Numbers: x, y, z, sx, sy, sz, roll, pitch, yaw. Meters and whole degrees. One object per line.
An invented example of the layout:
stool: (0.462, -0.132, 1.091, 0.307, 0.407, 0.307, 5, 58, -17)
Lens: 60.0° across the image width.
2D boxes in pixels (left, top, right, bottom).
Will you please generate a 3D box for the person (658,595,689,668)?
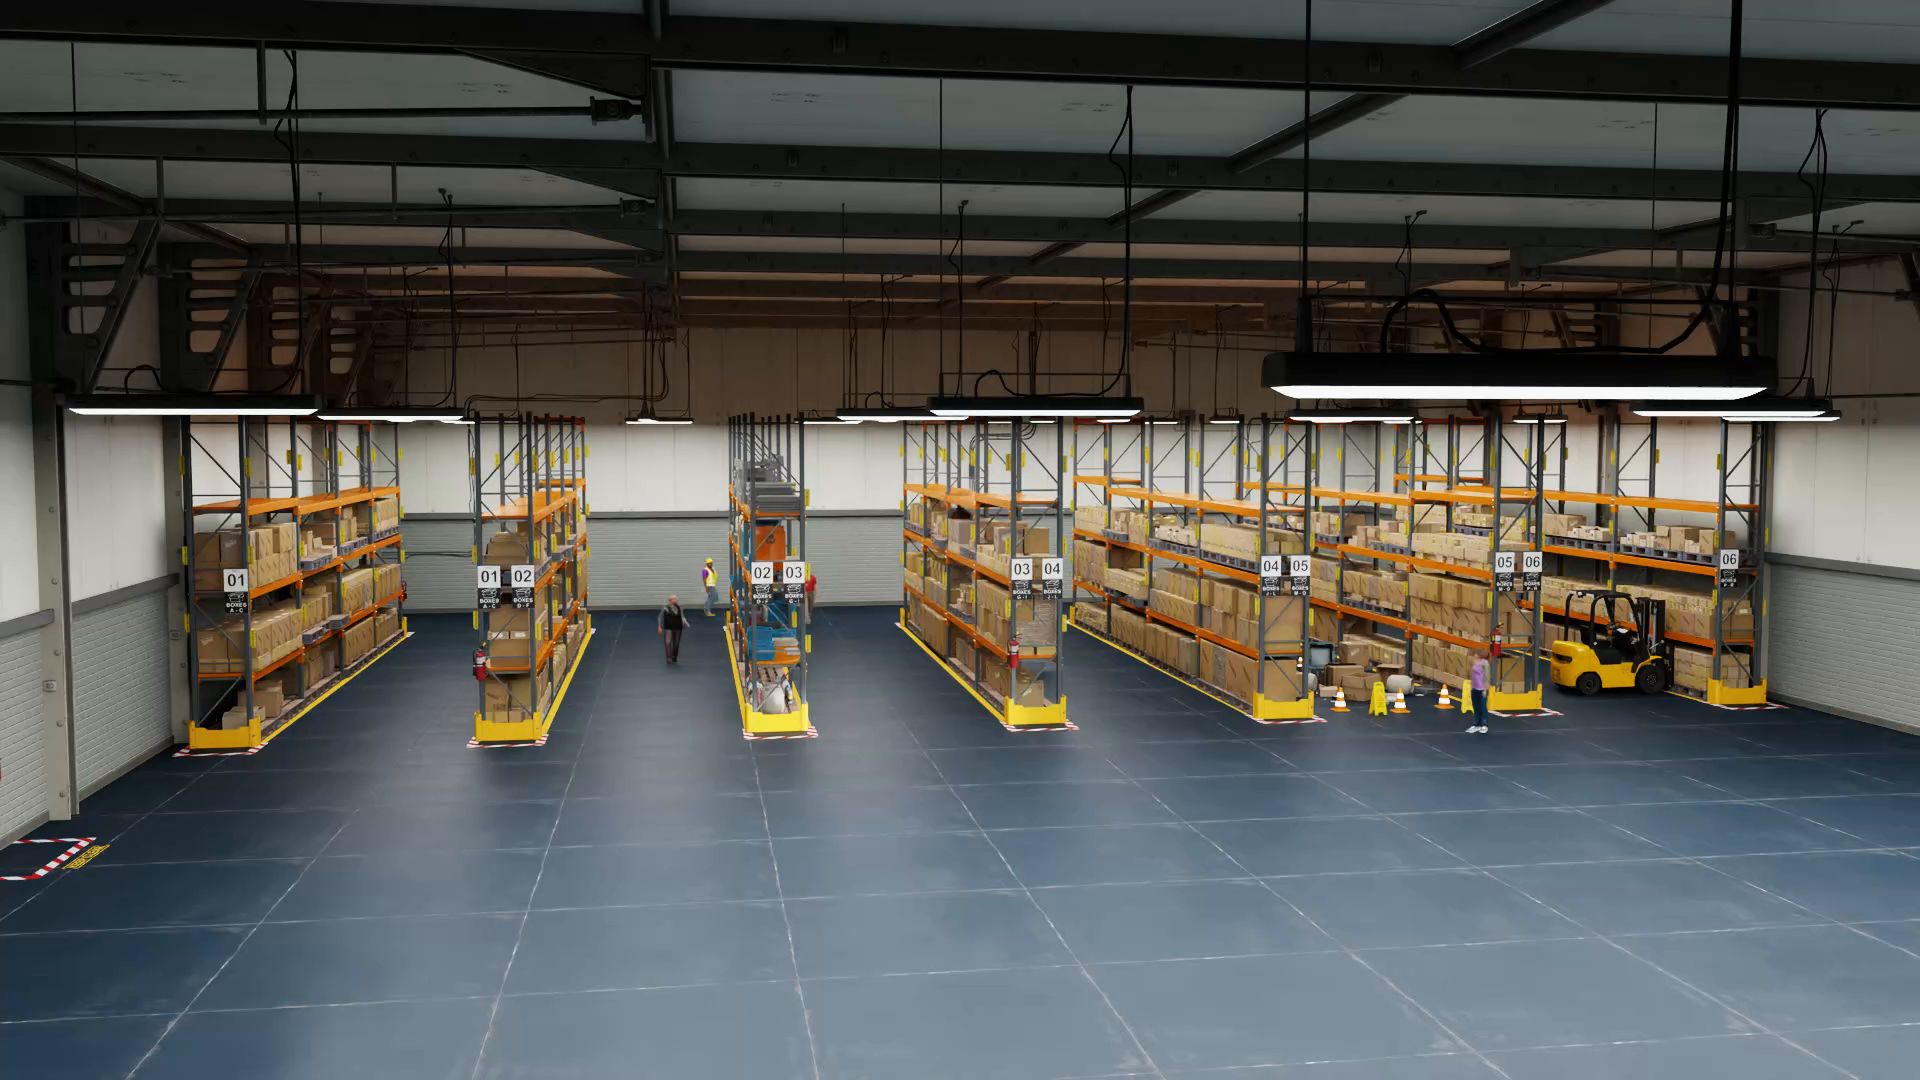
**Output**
person: (-6.895, 2.173, 40.000, 0.746, 1.701, 0.992, -1, 4, -9)

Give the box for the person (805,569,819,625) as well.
person: (-4.401, 1.598, 48.223, 0.573, 1.667, 1.088, -2, 4, -21)

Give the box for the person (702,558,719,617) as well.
person: (-7.520, 1.423, 50.110, 0.464, 1.758, 0.635, 0, 4, 1)

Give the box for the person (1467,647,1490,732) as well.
person: (9.732, 2.807, 31.143, 0.358, 1.625, 0.451, -2, 4, -29)
